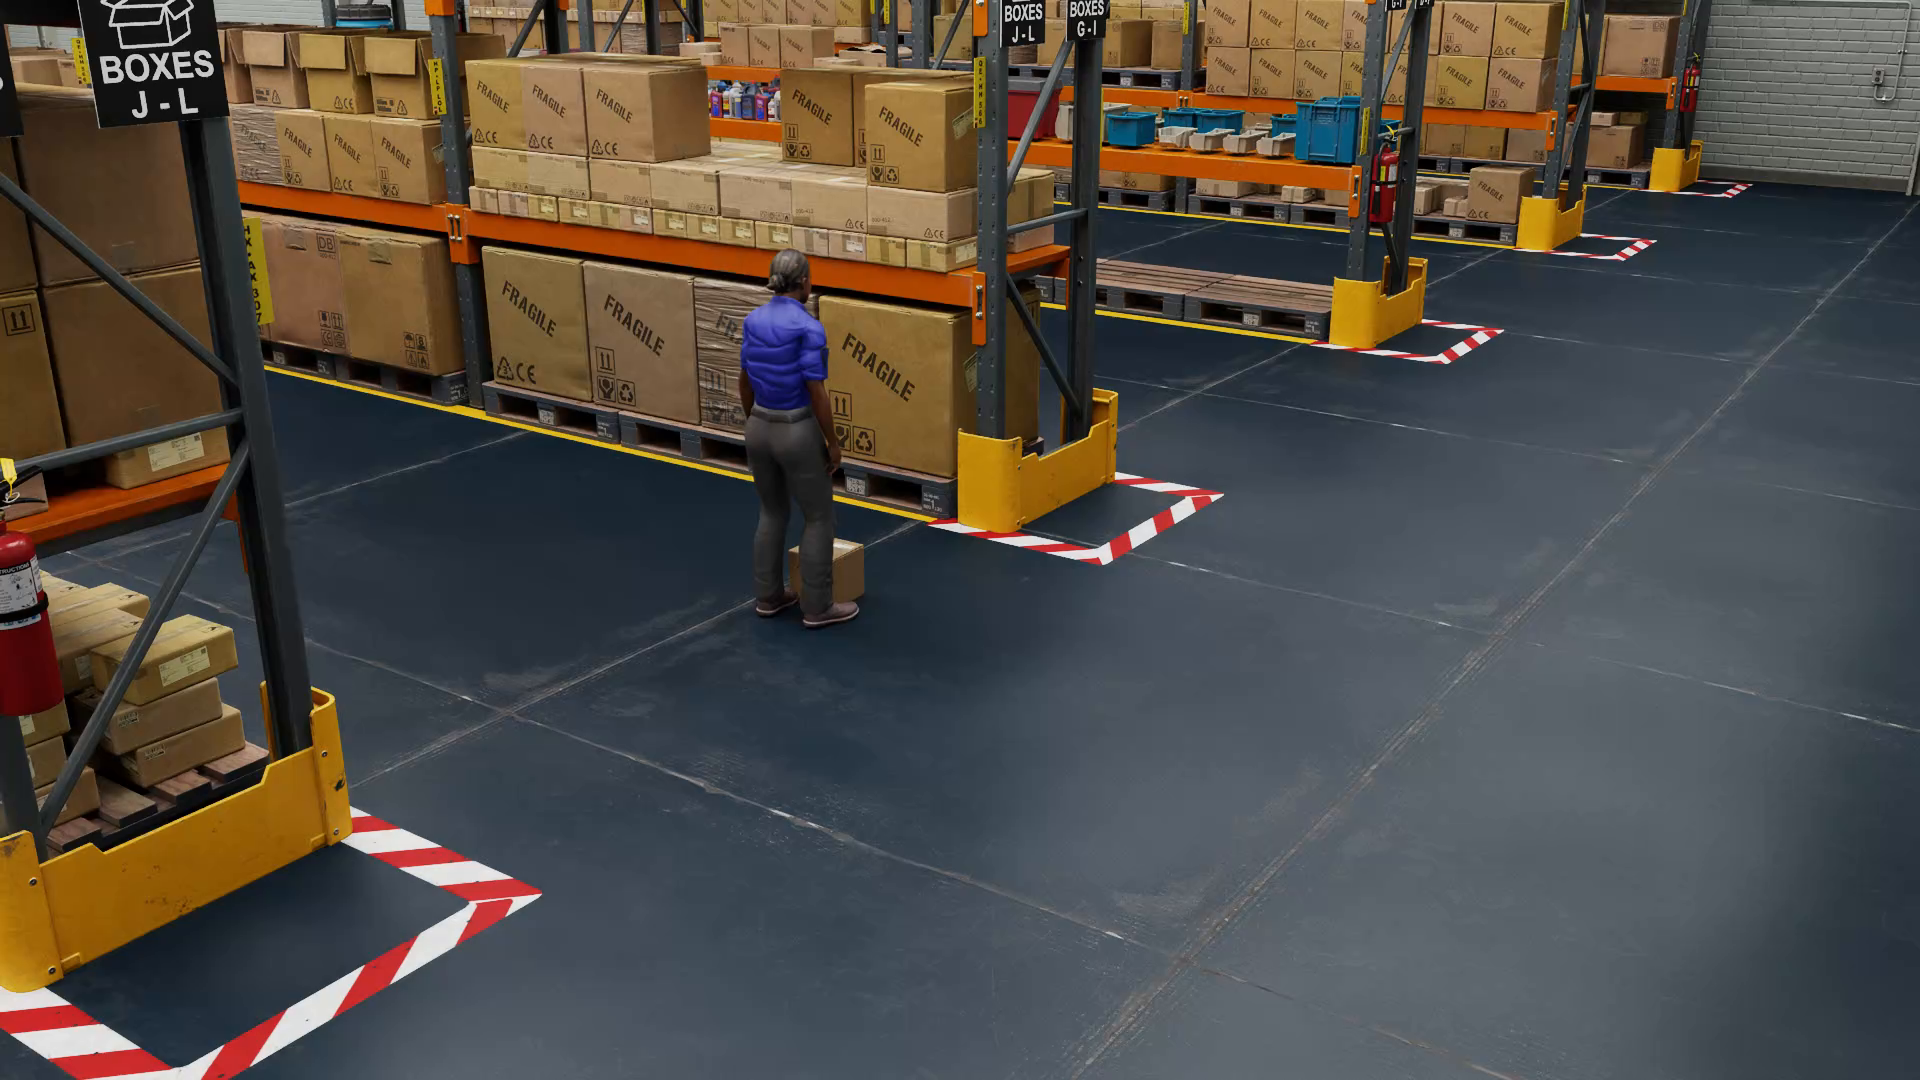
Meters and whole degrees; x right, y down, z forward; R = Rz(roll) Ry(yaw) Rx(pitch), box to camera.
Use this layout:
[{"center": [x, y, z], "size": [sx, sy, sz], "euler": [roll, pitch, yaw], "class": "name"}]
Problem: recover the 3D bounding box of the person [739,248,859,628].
[{"center": [-0.738, -0.441, 7.295], "size": [0.507, 1.655, 0.347], "euler": [13, 24, 32], "class": "person"}]
